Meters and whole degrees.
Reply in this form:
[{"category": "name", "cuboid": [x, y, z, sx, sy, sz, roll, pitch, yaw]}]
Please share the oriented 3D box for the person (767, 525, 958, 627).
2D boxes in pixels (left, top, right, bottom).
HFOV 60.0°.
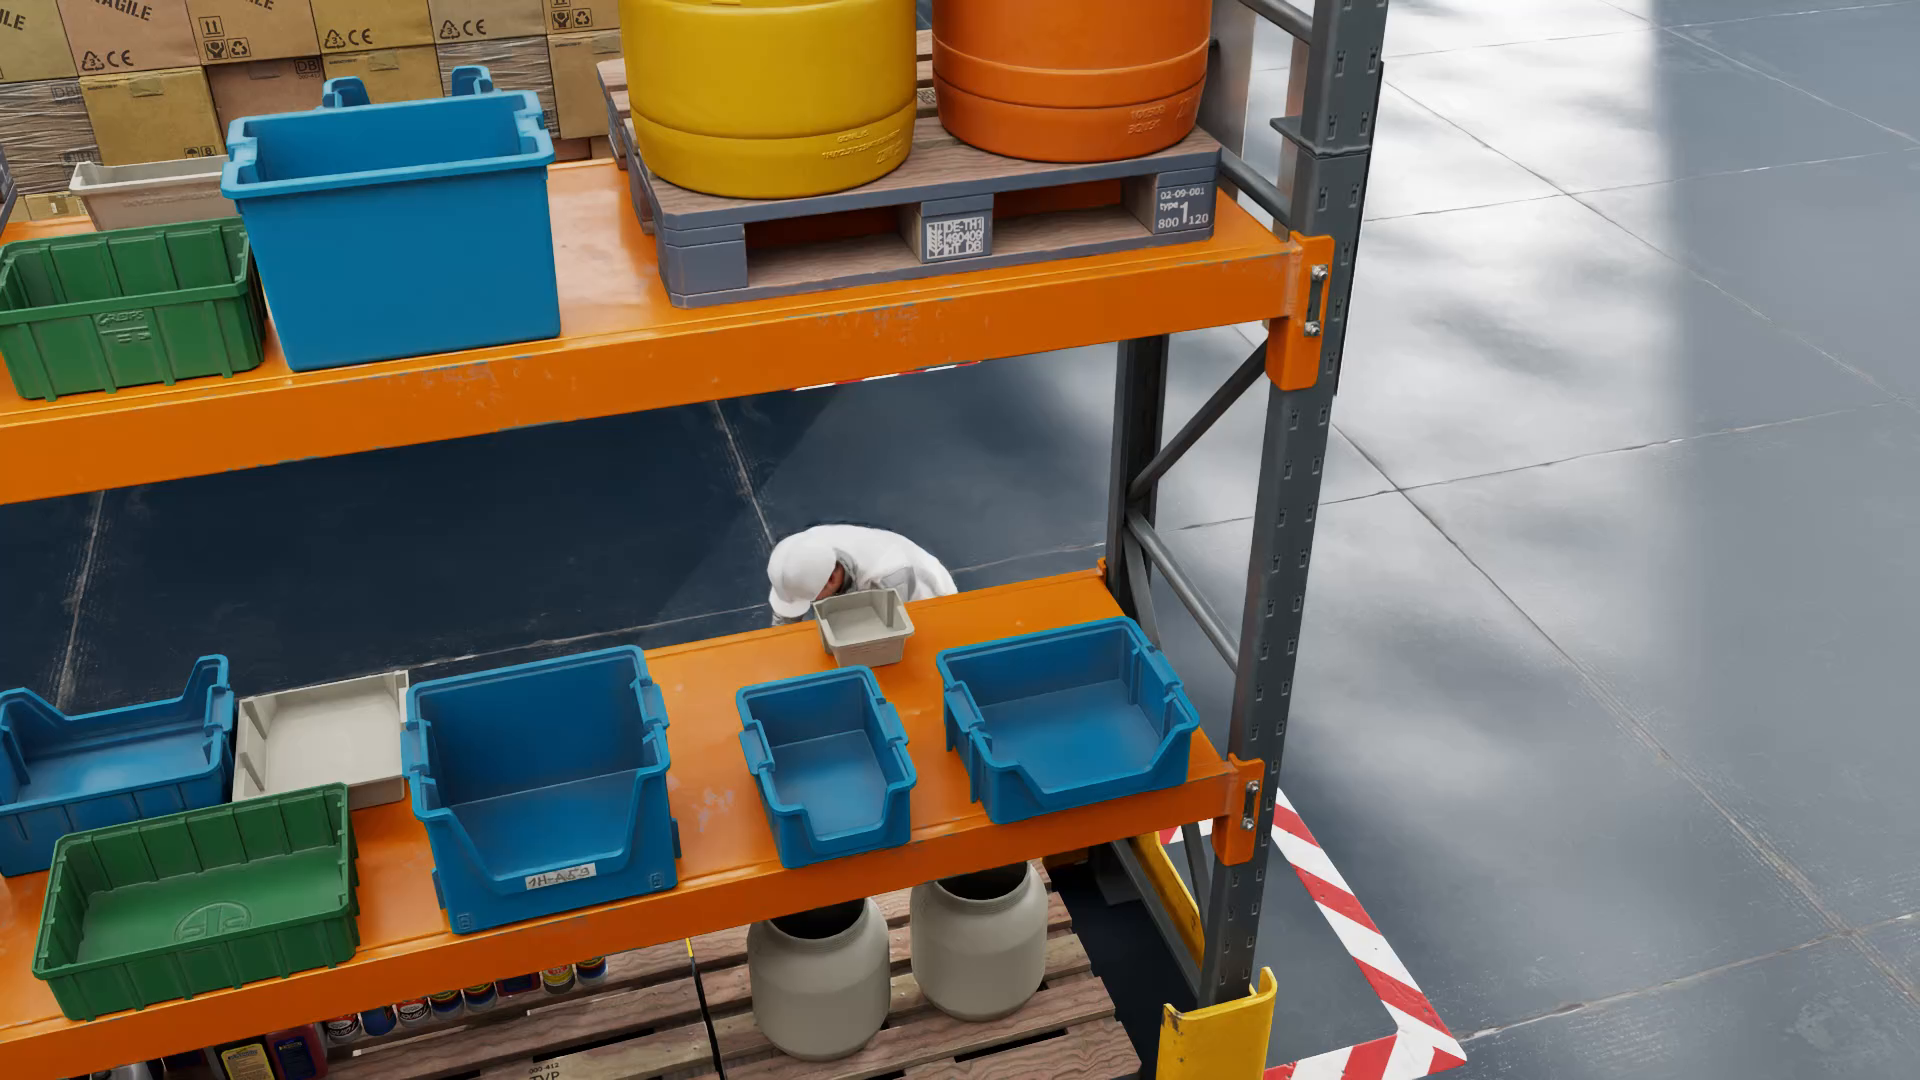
[{"category": "person", "cuboid": [-0.352, 0.368, 6.064, 0.573, 1.223, 0.843, 25, 41, 32]}]
